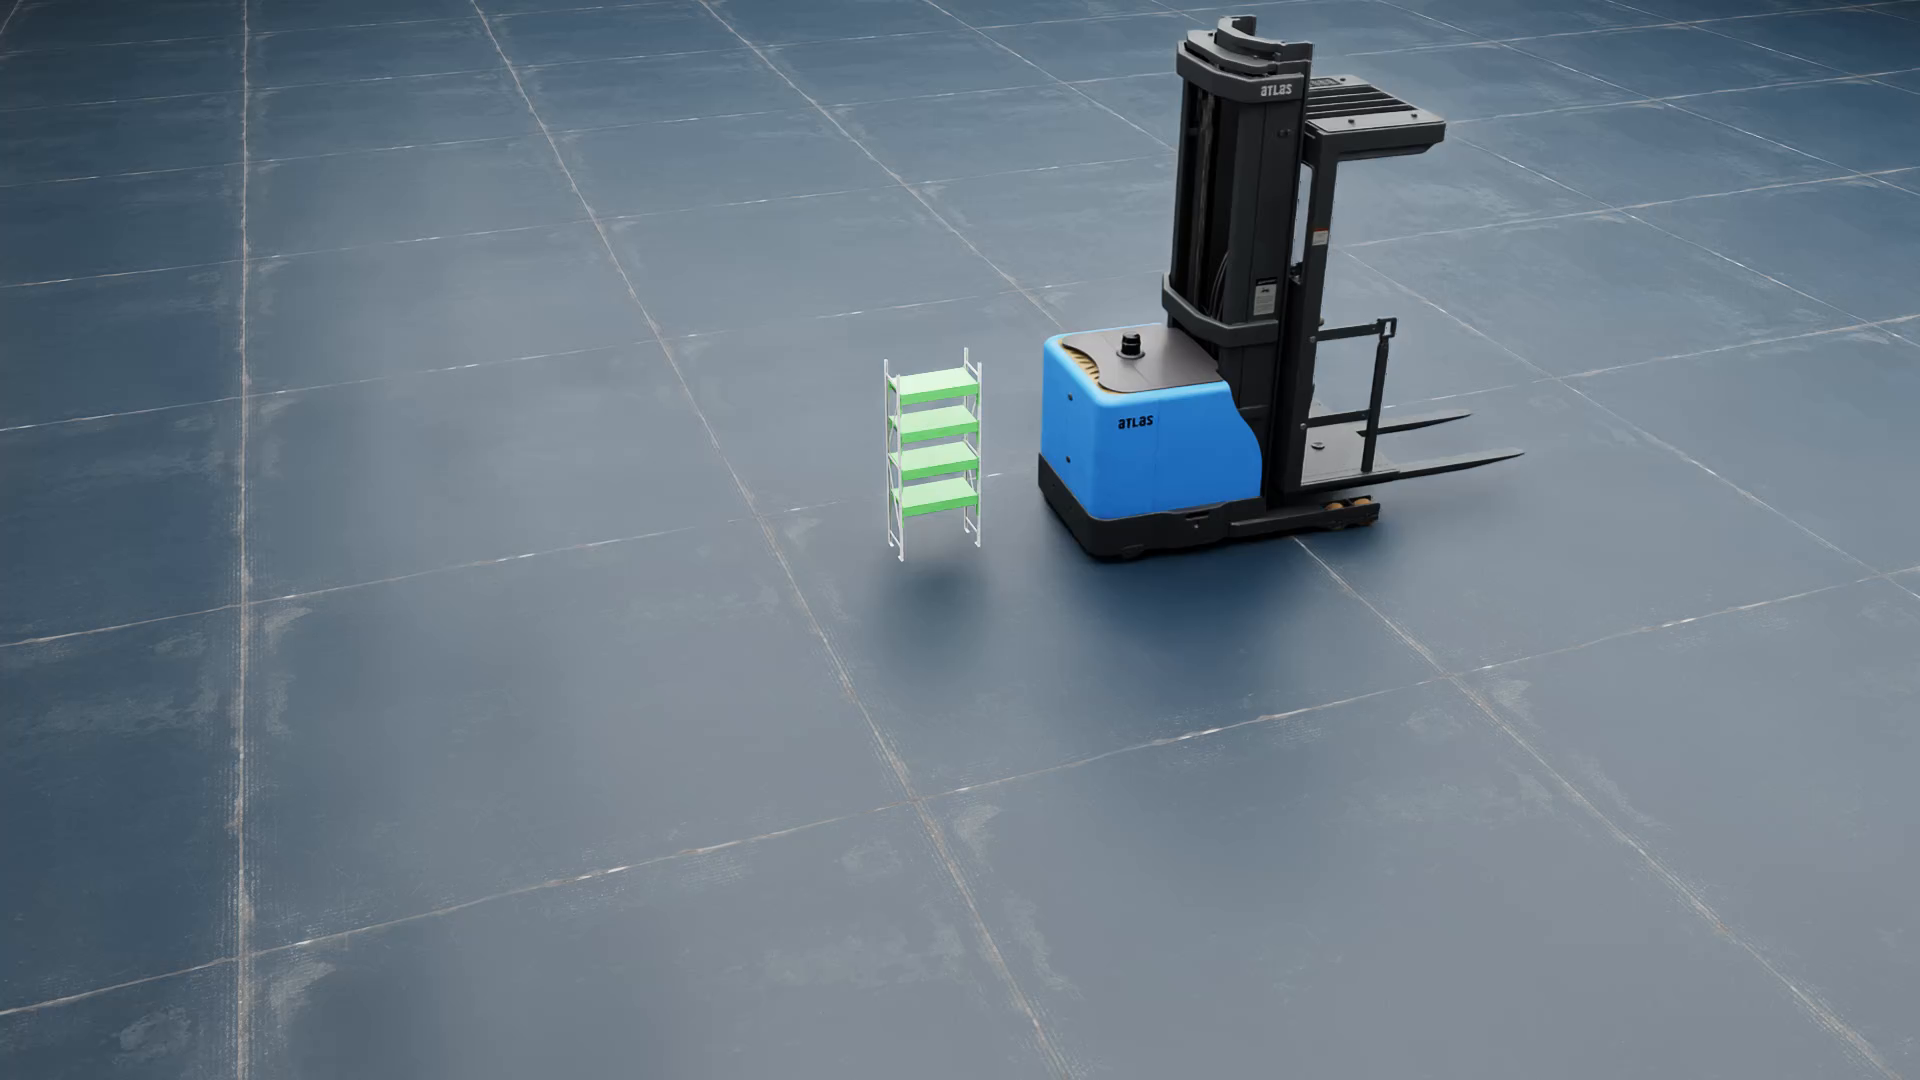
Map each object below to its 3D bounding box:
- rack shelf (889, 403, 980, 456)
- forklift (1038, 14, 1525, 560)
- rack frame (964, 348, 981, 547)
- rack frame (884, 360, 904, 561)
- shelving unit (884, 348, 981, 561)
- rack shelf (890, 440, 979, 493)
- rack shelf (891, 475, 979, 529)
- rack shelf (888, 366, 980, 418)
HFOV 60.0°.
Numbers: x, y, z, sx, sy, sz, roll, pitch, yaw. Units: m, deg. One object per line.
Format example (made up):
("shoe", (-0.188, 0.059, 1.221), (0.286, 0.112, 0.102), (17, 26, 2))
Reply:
("rack shelf", (-0.155, -0.646, 9.666), (0.480, 0.148, 0.258), (-10, 31, -18))
("forklift", (2.069, -1.572, 9.900), (3.031, 2.935, 1.130), (-9, 31, -15))
("rack frame", (0.074, -0.535, 9.827), (0.015, 1.200, 0.240), (-10, 31, -18))
("rack frame", (-0.384, -0.451, 9.679), (0.015, 1.200, 0.240), (-10, 31, -18))
("shelving unit", (-0.155, -0.493, 9.753), (0.503, 1.200, 0.258), (-10, 31, -18))
("rack shelf", (-0.155, -0.437, 9.785), (0.480, 0.148, 0.258), (-10, 31, -18))
("rack shelf", (-0.155, -0.229, 9.904), (0.480, 0.148, 0.258), (-10, 31, -18))
("rack shelf", (-0.155, -0.854, 9.547), (0.480, 0.148, 0.258), (-10, 31, -18))
